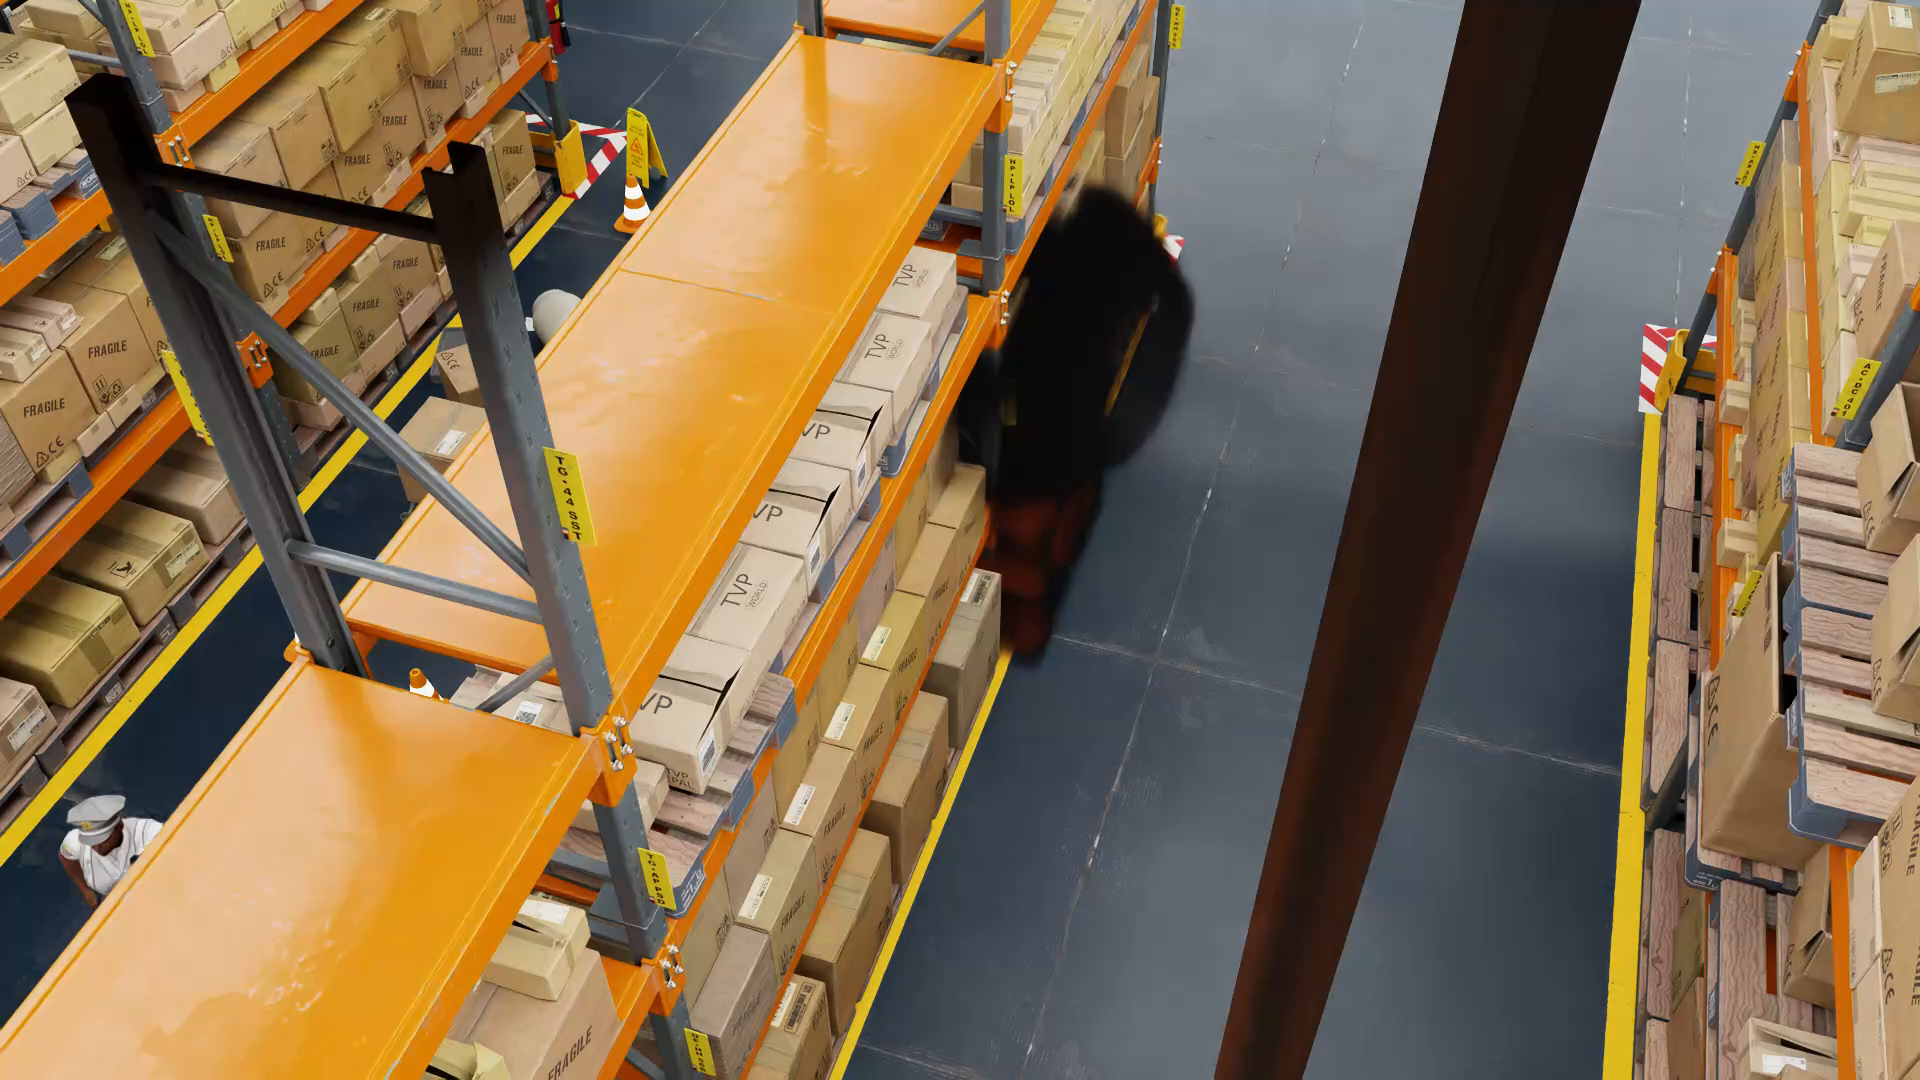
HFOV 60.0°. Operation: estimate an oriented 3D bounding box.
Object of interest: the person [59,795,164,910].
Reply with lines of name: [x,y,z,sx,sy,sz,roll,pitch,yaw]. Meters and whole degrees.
person: [-4.062,1.725,8.317,0.632,1.642,0.540,-2,46,-2]
